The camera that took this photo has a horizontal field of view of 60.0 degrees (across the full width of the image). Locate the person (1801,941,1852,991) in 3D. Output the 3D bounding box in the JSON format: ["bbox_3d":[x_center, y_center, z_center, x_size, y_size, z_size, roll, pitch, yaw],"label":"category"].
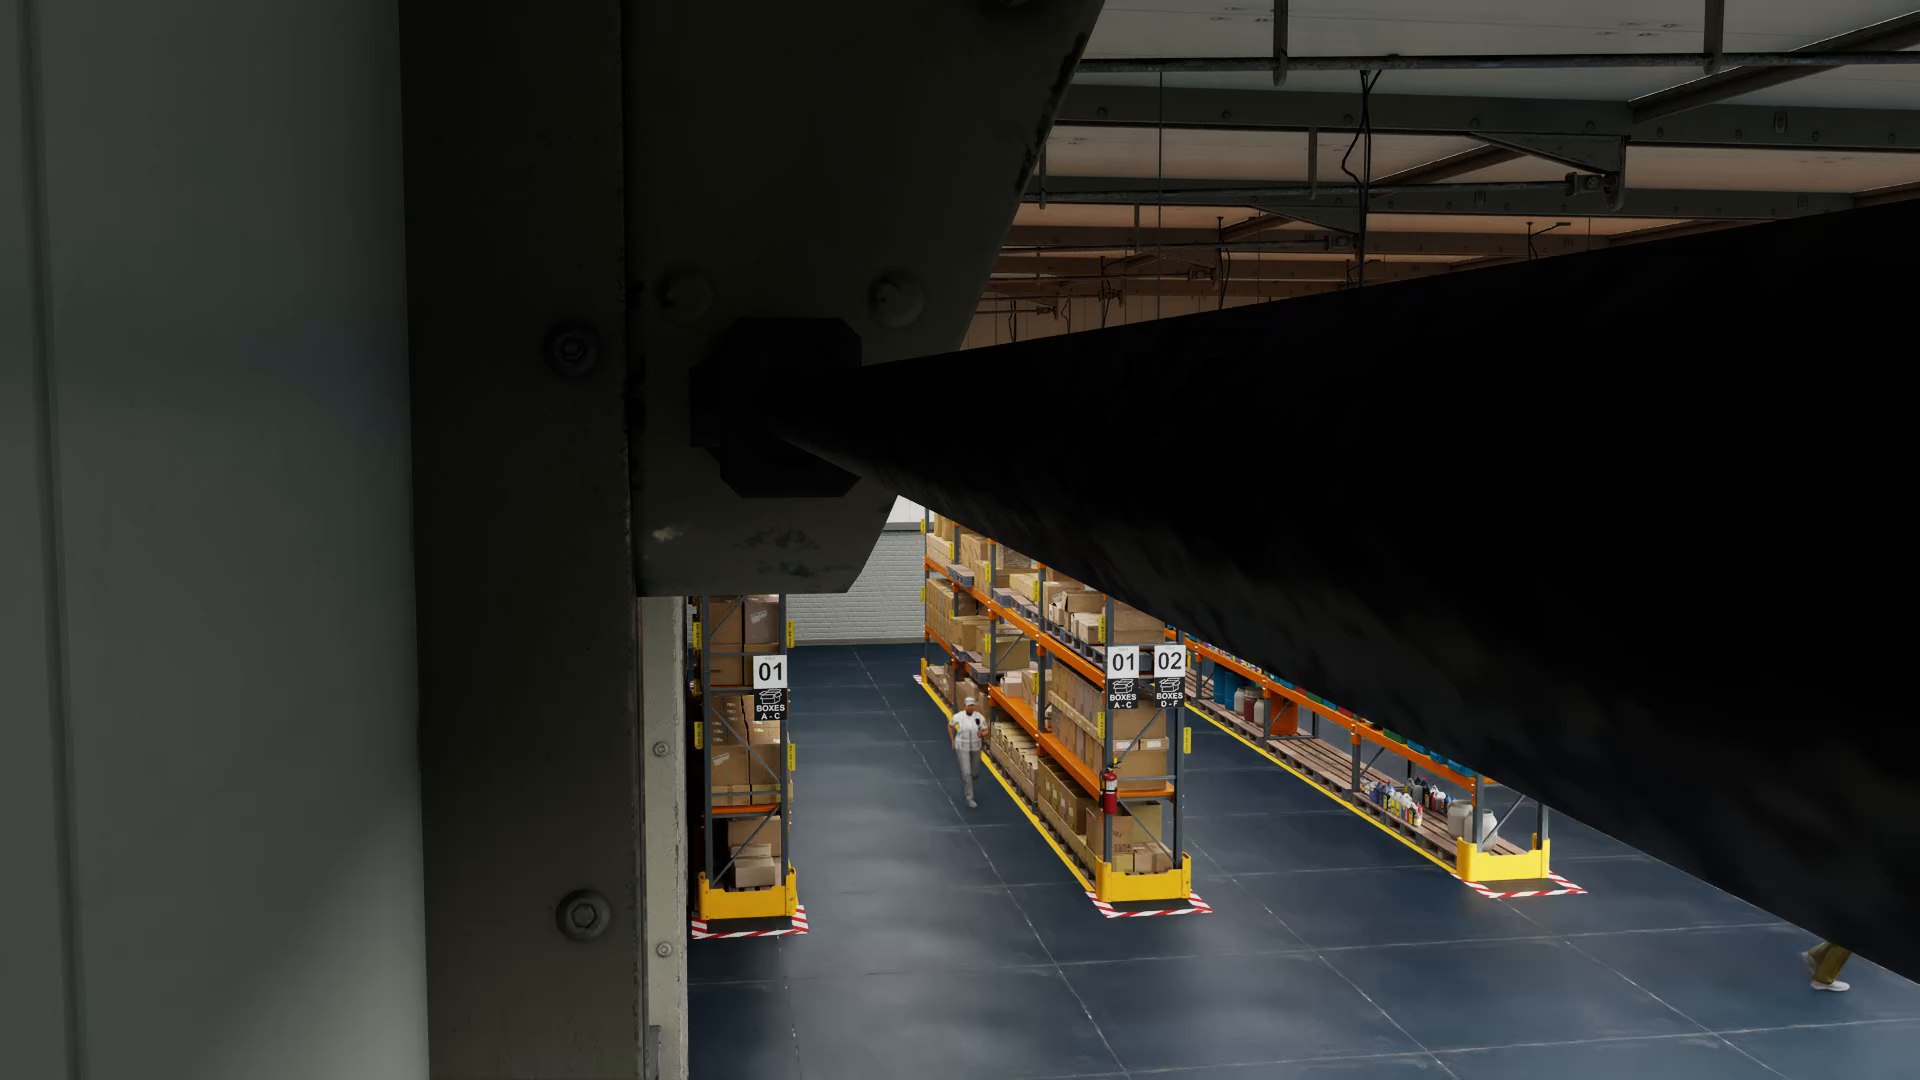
[{"bbox_3d":[9.307,3.909,17.605,0.649,1.730,0.702,1,5,15],"label":"person"}]

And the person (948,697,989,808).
[{"bbox_3d":[0.144,3.231,25.659,0.607,1.650,0.856,-1,5,-13],"label":"person"}]
